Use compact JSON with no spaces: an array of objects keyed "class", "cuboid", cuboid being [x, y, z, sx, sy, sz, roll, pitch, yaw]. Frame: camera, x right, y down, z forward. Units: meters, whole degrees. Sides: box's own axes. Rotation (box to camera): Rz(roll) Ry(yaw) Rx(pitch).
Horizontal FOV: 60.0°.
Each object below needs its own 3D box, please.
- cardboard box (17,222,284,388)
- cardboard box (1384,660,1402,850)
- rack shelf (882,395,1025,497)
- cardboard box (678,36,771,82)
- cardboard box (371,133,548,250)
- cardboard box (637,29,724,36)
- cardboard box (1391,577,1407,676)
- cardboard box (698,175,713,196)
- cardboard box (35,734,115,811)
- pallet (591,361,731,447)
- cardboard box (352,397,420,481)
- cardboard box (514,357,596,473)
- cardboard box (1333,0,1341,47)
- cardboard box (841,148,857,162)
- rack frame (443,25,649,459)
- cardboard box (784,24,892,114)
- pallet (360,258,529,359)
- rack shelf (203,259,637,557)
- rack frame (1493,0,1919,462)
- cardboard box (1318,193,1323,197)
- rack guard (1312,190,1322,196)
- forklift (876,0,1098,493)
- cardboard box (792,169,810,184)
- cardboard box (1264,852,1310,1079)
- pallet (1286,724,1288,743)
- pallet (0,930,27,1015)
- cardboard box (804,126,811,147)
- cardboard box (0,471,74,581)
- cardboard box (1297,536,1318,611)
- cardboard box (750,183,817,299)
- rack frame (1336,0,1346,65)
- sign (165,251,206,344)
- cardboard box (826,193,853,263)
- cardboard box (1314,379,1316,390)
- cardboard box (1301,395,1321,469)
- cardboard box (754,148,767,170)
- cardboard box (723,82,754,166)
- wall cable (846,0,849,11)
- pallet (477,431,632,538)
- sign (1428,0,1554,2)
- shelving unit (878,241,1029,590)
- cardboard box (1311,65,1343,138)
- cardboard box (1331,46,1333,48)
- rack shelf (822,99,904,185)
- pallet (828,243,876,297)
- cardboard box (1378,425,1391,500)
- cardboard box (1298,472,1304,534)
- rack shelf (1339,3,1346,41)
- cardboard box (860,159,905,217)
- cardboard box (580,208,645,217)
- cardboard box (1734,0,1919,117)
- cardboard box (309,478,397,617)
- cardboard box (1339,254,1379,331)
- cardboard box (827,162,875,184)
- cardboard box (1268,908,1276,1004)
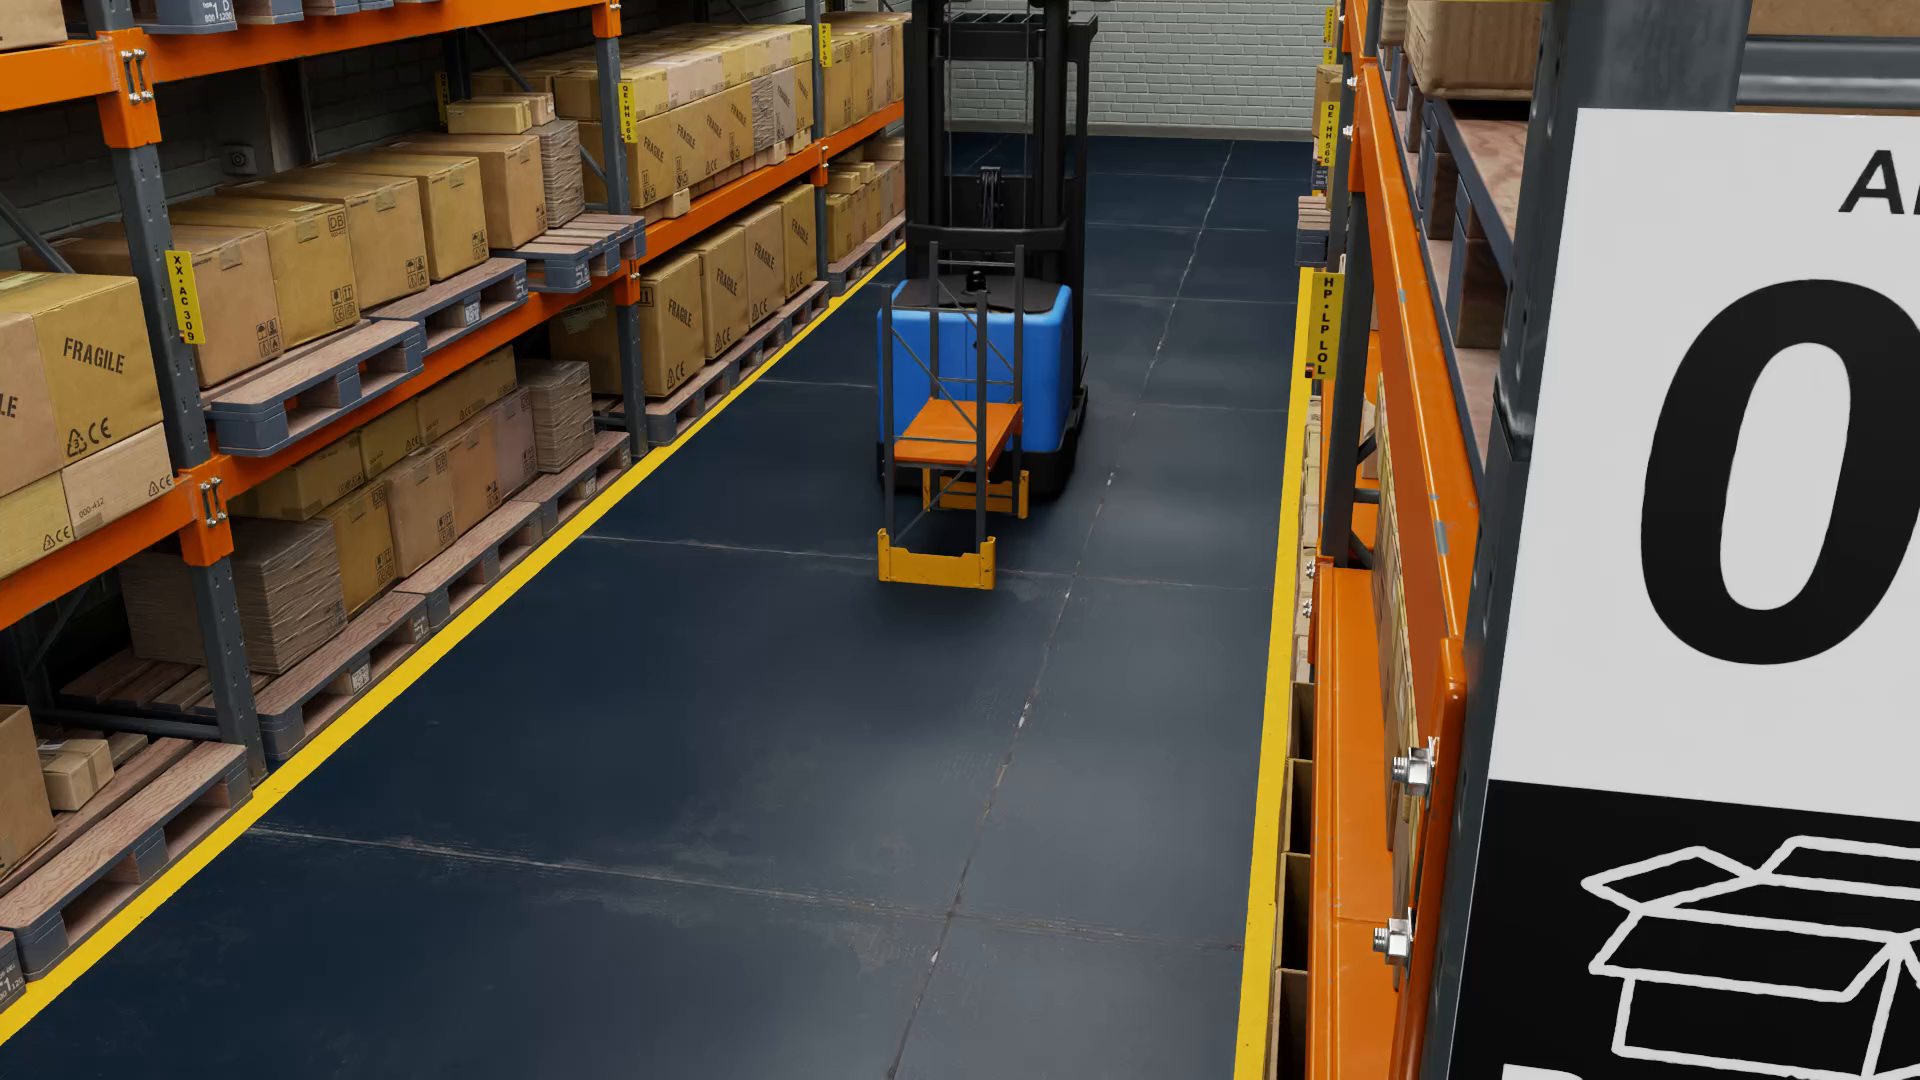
[{"class":"cardboard box","cuboid":[-3.084,-0.911,6.378,0.700,0.500,0.500,5,22,11]},{"class":"cardboard box","cuboid":[1.337,0.392,3.731,0.700,0.500,0.500,5,22,12]},{"class":"rack shelf","cuboid":[-0.017,-0.498,8.563,0.538,0.185,1.000,4,22,11]},{"class":"cardboard box","cuboid":[-1.652,-3.381,11.671,0.500,0.250,0.500,5,22,12]},{"class":"cardboard box","cuboid":[-2.579,-1.811,8.613,0.700,0.500,0.500,2,22,6]},{"class":"cardboard box","cuboid":[-2.038,-3.604,12.225,0.500,0.250,0.500,5,22,12]},{"class":"cardboard box","cuboid":[1.072,0.202,3.334,0.380,0.149,0.250,4,22,10]},{"class":"cardboard box","cuboid":[-1.876,-2.408,11.127,0.380,0.149,0.250,5,22,12]},{"class":"cardboard box","cuboid":[-3.301,0.831,5.978,0.380,0.166,0.250,2,22,4]},{"class":"pallet","cuboid":[-2.171,-0.929,10.878,1.003,0.211,1.213,4,22,11]},{"class":"cardboard box","cuboid":[-2.899,-0.492,7.813,0.500,0.250,0.500,4,22,9]},{"class":"cardboard box","cuboid":[-2.501,-0.717,9.376,0.700,0.500,0.500,5,22,12]},{"class":"cardboard box","cuboid":[3.420,-4.297,14.036,0.500,0.500,0.500,4,22,10]},{"class":"cardboard box","cuboid":[-1.194,-3.629,15.765,0.380,0.149,0.250,5,22,12]},{"class":"rack frame","cuboid":[-2.405,-1.940,9.655,1.000,3.000,0.127,4,22,11]},{"class":"cardboard box","cuboid":[-1.169,-4.272,15.045,0.980,0.700,0.700,3,22,8]},{"class":"pallet","cuboid":[-2.769,-1.124,7.886,1.003,0.211,1.213,4,22,11]},{"class":"rack shelf","cuboid":[-2.814,-0.875,7.973,1.077,0.370,4.000,4,22,11]},{"class":"rack frame","cuboid":[0.812,-1.421,0.335,1.000,3.000,0.127,4,22,11]},{"class":"cardboard box","cuboid":[3.587,-3.058,15.523,0.500,0.250,0.500,4,22,11]},{"class":"rack guard","cuboid":[4.062,-3.302,16.383,1.175,0.500,0.348,4,22,11]},{"class":"forklift","cuboid":[0.246,-2.138,10.238,1.130,2.935,3.031,3,22,8]},{"class":"cardboard box","cuboid":[-1.402,-3.256,14.839,0.380,0.149,0.250,4,22,9]},{"class":"cardboard box","cuboid":[1.024,1.144,4.114,0.500,0.500,0.500,4,22,11]},{"class":"pallet","cuboid":[1.741,0.920,6.286,1.003,0.211,1.213,4,22,11]},{"class":"pallet","cuboid":[-3.571,1.512,4.816,1.003,0.211,1.213,4,22,11]},{"class":"cardboard box","cuboid":[-1.381,-3.150,12.970,0.380,0.149,0.250,5,22,11]},{"class":"cardboard box","cuboid":[-3.131,-0.039,5.109,0.500,0.250,0.500,5,22,11]},{"class":"cardboard box","cuboid":[1.635,0.177,6.767,0.500,0.311,0.500,4,22,11]},{"class":"cardboard box","cuboid":[-1.595,-2.353,12.996,0.750,0.750,0.750,5,22,12]},{"class":"rack frame","cuboid":[3.261,-3.027,12.353,1.000,3.000,0.127,4,22,11]},{"class":"sign","cuboid":[-2.689,-0.840,5.765,0.100,0.325,0.005,4,22,11]},{"class":"cardboard box","cuboid":[-1.336,-2.704,14.336,0.700,0.500,0.500,5,22,12]},{"class":"cardboard box","cuboid":[2.512,-1.157,10.469,0.500,0.500,0.500,4,22,9]},{"class":"cardboard box","cuboid":[2.050,-0.574,8.631,0.500,0.311,0.500,5,23,13]},{"class":"cardboard box","cuboid":[-1.618,-2.779,12.049,0.380,0.149,0.250,4,22,11]},{"class":"cardboard box","cuboid":[-1.739,-2.855,11.368,0.500,0.500,0.500,5,22,12]},{"class":"wall cable","cuboid":[-1.438,-5.877,18.072,0.084,1.984,1.851,4,22,11]},{"class":"pallet","cuboid":[-2.566,-0.361,9.467,1.003,0.211,1.213,4,22,11]},{"class":"sign","cuboid":[0.284,-0.450,0.861,0.100,0.325,0.005,4,22,11]},{"class":"shelving unit","cuboid":[-0.016,-0.668,8.504,0.587,1.500,1.083,4,22,11]},{"class":"cardboard box","cuboid":[2.945,-3.111,11.868,0.700,0.500,0.500,-3,22,-7]},{"class":"cardboard box","cuboid":[3.729,-4.394,15.614,0.500,0.500,0.500,5,22,12]},{"class":"rack shelf","cuboid":[-1.181,-3.801,15.238,1.077,0.370,4.000,4,22,11]},{"class":"pallet","cuboid":[-1.357,-2.381,14.484,1.003,0.211,1.213,4,22,11]},{"class":"cardboard box","cuboid":[1.282,-0.178,4.279,0.380,0.149,0.250,4,22,10]},{"class":"cardboard box","cuboid":[1.949,-0.130,8.279,0.500,0.250,0.500,4,22,9]},{"class":"rack shelf","cuboid":[2.853,-3.353,10.111,1.077,0.370,4.000,4,22,11]},{"class":"cardboard box","cuboid":[-0.920,-3.454,16.199,0.700,0.500,0.500,4,22,11]},{"class":"cardboard box","cuboid":[-2.112,-1.935,9.953,0.380,0.149,0.250,4,22,10]},{"class":"cardboard box","cuboid":[0.934,-0.547,1.293,0.797,0.503,0.637,6,23,15]},{"class":"cardboard box","cuboid":[-3.031,0.015,7.558,0.700,0.500,0.500,4,22,10]},{"class":"cardboard box","cuboid":[2.073,-1.210,7.962,0.500,0.311,0.500,4,22,10]},{"class":"cardboard box","cuboid":[-0.981,-3.307,14.965,0.380,0.149,0.250,4,22,9]},{"class":"cardboard box","cuboid":[1.130,1.309,4.707,0.500,0.250,0.500,4,22,11]}]
